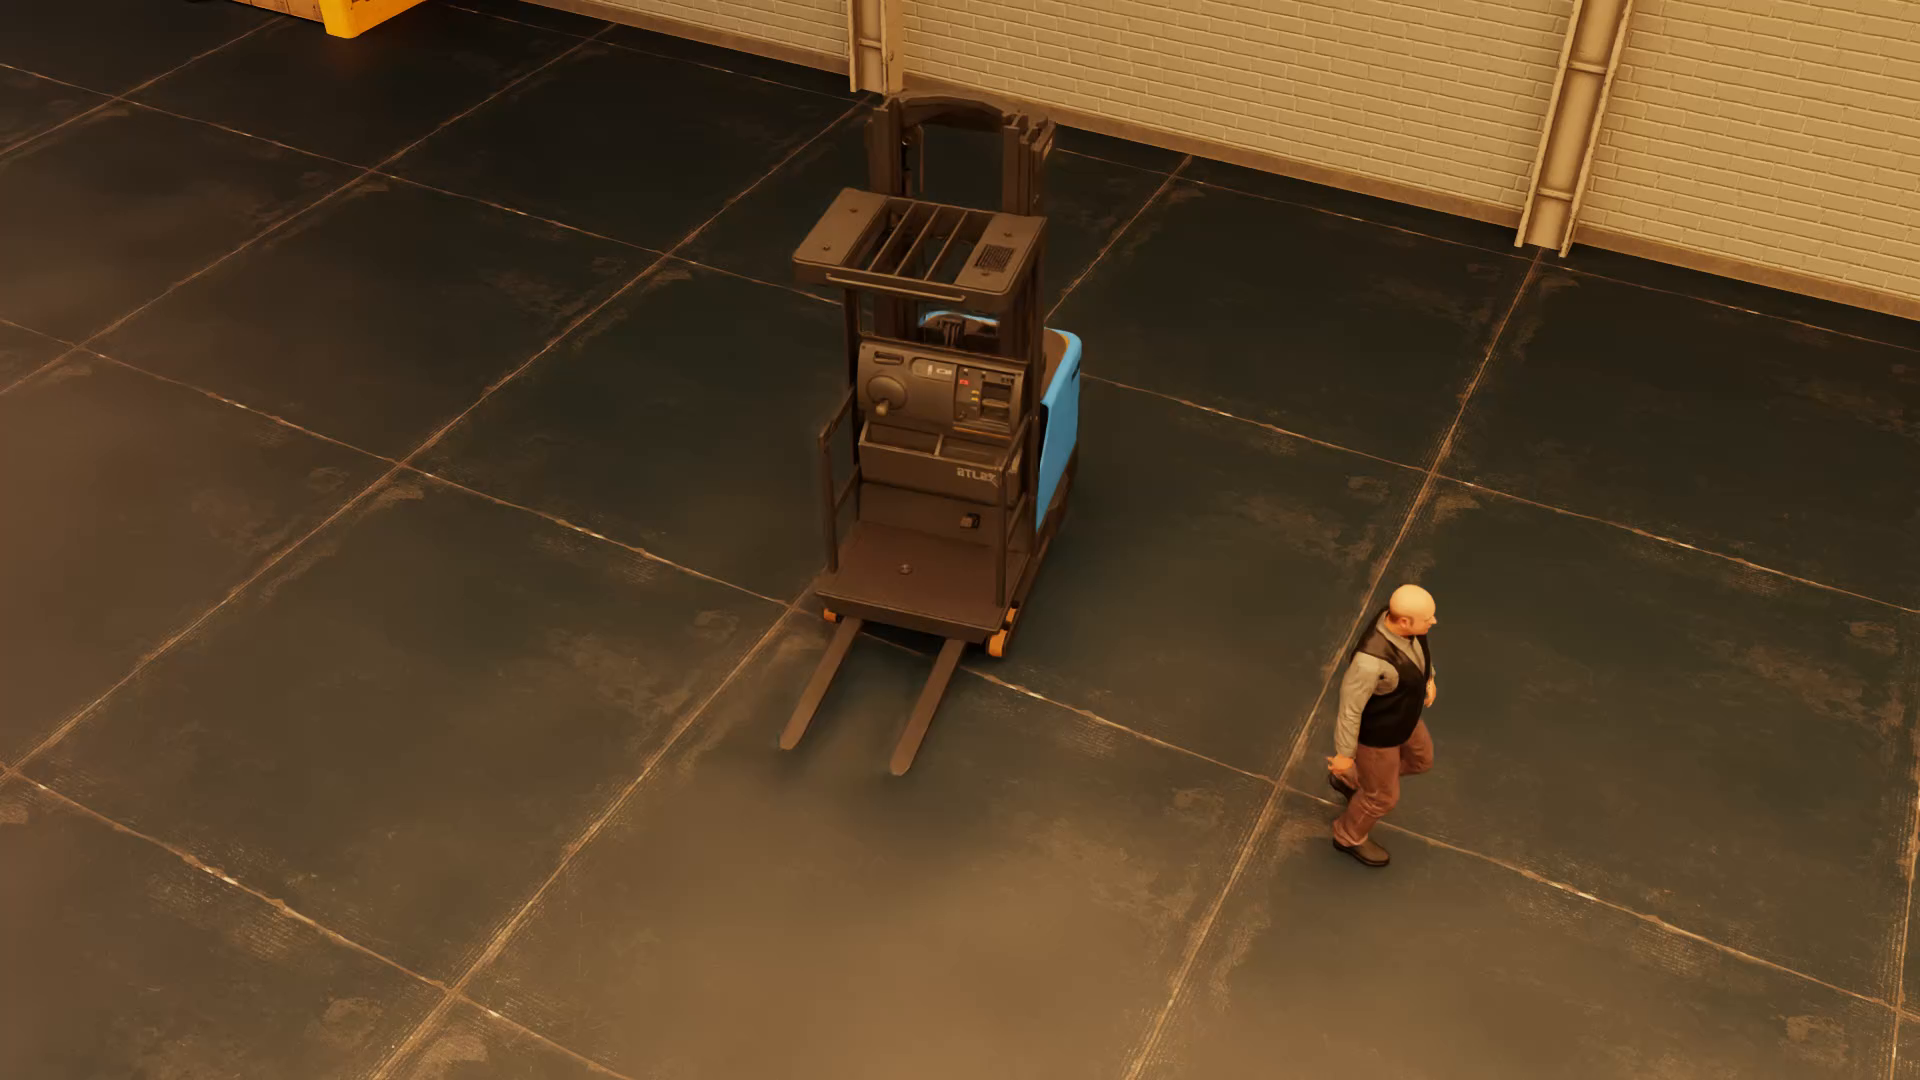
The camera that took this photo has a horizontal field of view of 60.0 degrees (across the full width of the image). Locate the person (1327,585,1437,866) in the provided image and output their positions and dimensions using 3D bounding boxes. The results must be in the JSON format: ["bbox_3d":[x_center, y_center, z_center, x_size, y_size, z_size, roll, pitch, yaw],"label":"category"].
[{"bbox_3d":[2.029,0.866,7.912,0.473,1.702,0.699,19,44,21],"label":"person"}]

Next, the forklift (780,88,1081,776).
[{"bbox_3d":[-0.171,-0.741,8.867,1.130,2.935,3.031,11,41,13],"label":"forklift"}]
